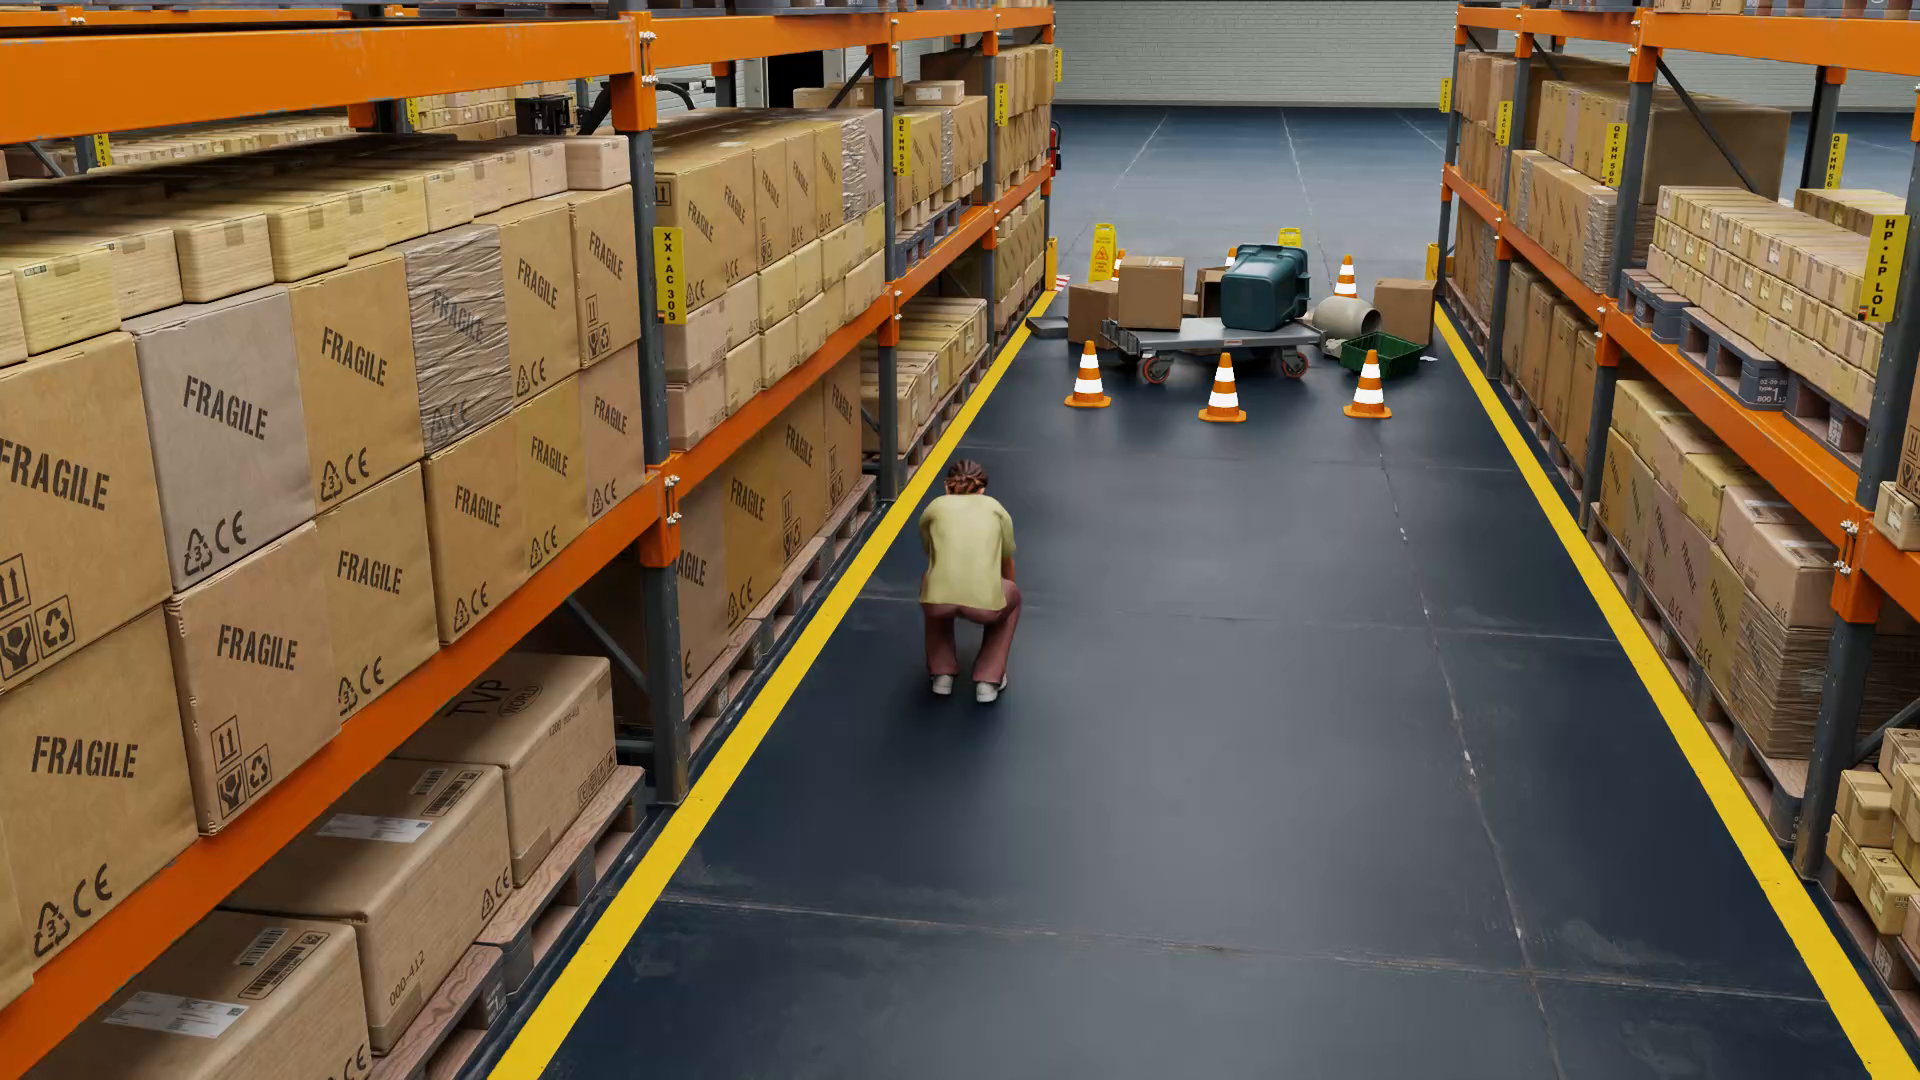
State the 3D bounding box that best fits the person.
[{"bbox_3d":[0.032,0.171,7.249,0.459,0.930,0.834,2,18,7],"label":"person"}]
